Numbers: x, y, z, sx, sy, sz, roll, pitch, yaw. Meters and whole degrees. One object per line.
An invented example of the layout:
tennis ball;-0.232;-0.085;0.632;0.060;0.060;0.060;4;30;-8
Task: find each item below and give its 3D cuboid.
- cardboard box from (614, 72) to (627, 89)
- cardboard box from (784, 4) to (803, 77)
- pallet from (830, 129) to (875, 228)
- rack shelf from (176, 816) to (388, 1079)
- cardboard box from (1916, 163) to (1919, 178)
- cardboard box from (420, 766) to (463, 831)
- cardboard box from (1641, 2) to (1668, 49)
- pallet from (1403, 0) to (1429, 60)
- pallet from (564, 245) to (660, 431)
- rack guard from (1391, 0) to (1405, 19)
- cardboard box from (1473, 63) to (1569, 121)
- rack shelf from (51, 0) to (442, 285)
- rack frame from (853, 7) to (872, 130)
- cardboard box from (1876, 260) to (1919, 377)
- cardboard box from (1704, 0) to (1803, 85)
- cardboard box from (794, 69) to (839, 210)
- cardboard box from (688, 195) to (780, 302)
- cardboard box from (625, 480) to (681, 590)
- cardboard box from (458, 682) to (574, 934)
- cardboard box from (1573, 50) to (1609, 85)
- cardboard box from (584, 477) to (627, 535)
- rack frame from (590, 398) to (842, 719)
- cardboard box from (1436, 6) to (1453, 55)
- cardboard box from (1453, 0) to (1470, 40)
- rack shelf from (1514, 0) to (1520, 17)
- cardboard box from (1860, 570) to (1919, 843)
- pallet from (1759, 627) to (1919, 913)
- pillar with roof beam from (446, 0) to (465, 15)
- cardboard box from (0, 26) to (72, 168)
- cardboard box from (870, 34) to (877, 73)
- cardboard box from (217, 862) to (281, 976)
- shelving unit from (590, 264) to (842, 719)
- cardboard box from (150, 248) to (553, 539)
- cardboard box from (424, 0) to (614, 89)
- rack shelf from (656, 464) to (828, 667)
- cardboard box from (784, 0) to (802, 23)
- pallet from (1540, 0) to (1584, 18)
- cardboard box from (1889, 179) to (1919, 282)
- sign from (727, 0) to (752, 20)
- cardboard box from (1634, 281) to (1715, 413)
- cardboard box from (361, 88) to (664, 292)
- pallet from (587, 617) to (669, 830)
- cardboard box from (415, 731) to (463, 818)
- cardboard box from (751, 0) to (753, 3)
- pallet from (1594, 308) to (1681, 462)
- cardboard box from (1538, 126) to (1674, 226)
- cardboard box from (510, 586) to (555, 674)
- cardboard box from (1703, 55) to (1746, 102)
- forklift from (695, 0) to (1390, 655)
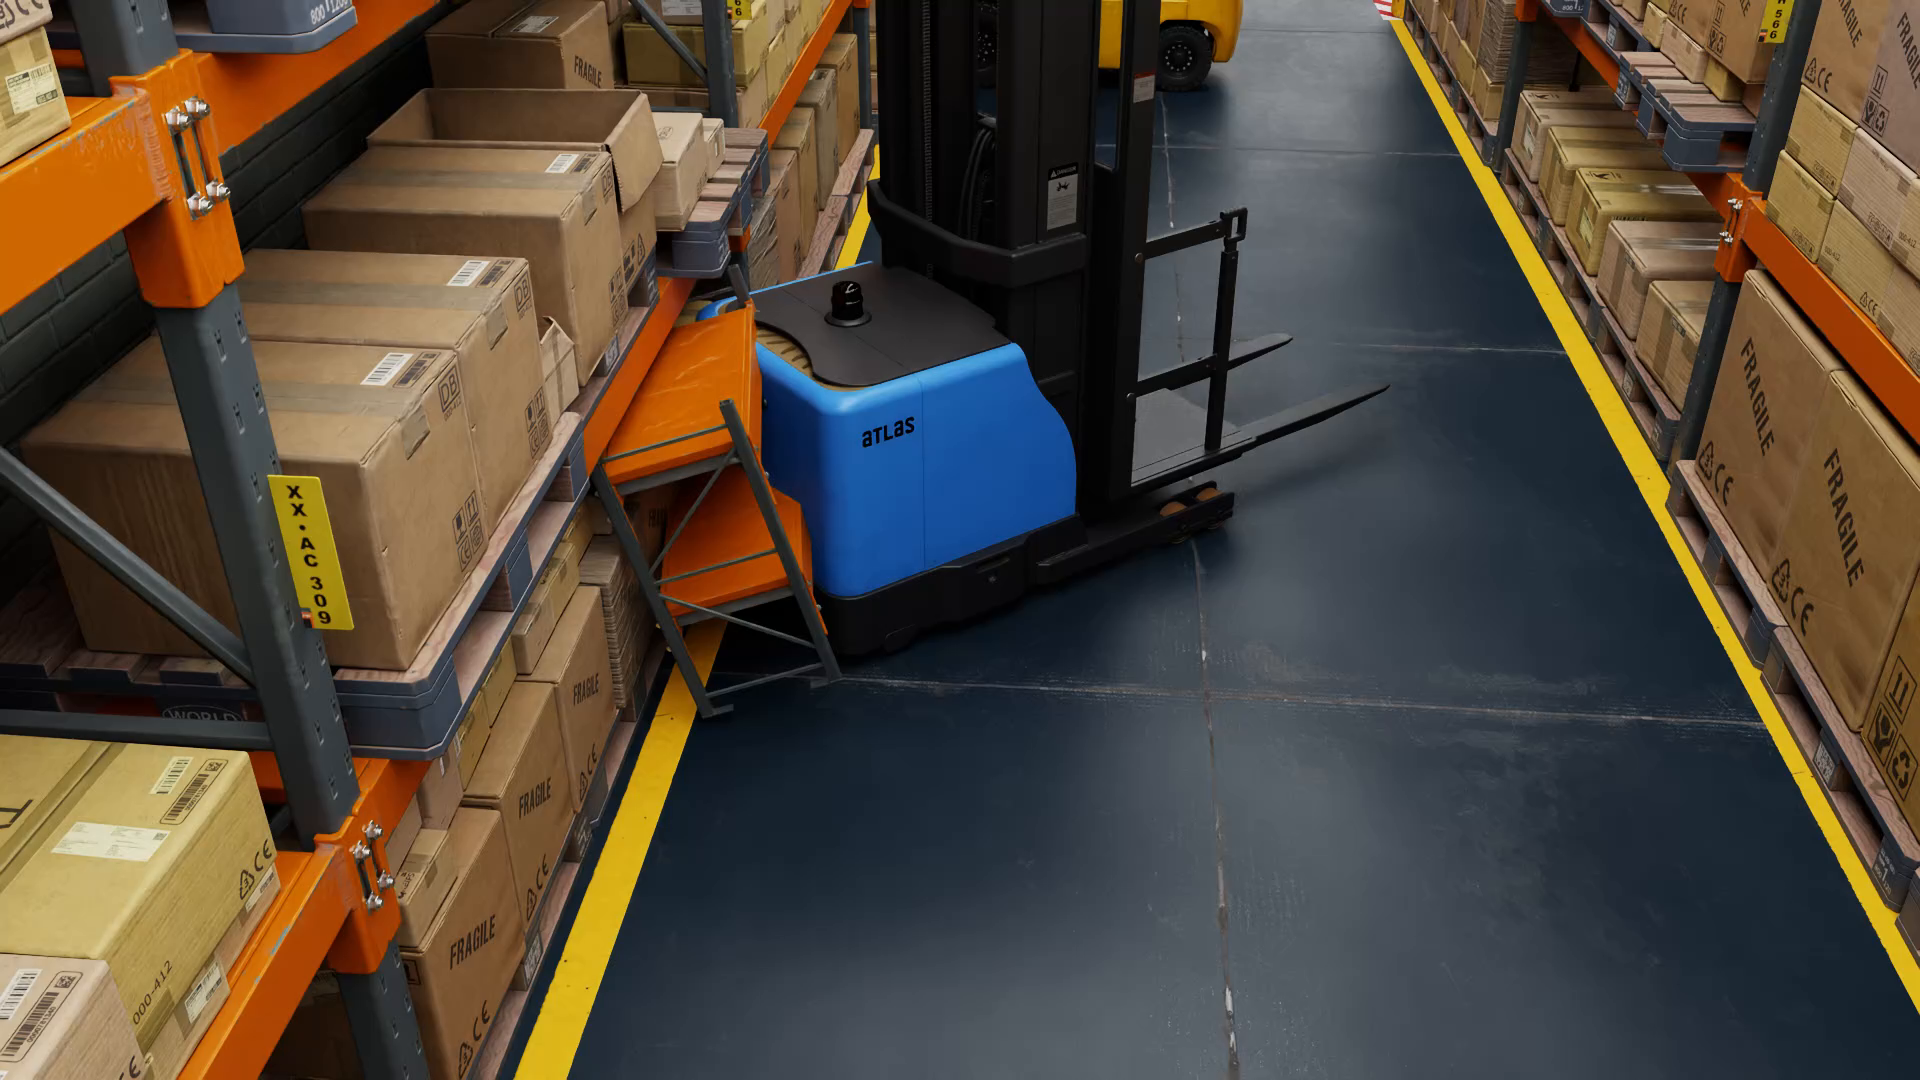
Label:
cardboard box;-1.616;-1.898;7.114;0.500;0.250;0.500;2;32;3
cardboard box;-1.037;-2.406;7.938;0.500;0.250;0.500;1;32;2
pallet;-1.093;-2.233;10.173;1.003;0.211;1.213;2;32;4
rack shelf;-1.886;1.728;1.773;1.077;0.370;4.000;2;32;4
cardboard box;3.178;-1.197;4.785;0.500;0.500;0.500;3;32;5
cardboard box;-1.483;0.661;4.183;0.380;0.149;0.250;2;32;3
cardboard box;3.305;-2.312;7.481;0.380;0.149;0.250;3;32;5
pallet;4.094;-4.039;13.102;1.003;0.211;1.213;2;32;4
pallet;-1.551;-0.617;5.075;1.003;0.211;1.213;2;32;4
rack guard;4.195;-4.585;13.713;1.175;0.500;0.348;2;32;4
cardboard box;3.656;-2.926;10.860;0.500;0.250;0.500;4;32;6
rack shelf;-1.560;-1.641;4.380;1.077;0.370;4.000;2;32;4
rack frame;-1.072;-3.807;10.069;1.000;3.000;0.127;2;32;4
cardboard box;3.187;-0.653;5.094;0.500;0.250;0.500;3;32;6
cardboard box;3.310;-2.103;6.525;0.500;0.500;0.500;2;32;3
cardboard box;-1.174;-2.296;9.480;0.875;0.625;0.625;2;32;3
cardboard box;-1.333;-1.209;7.716;0.875;0.625;0.625;3;32;6
cardboard box;-1.309;-0.065;5.979;0.500;0.500;0.500;4;32;6
cardboard box;-1.426;0.739;4.674;0.500;0.500;0.500;2;32;3
cardboard box;4.193;-3.222;10.625;0.500;0.500;0.500;4;32;6
cardboard box;-1.321;-0.145;5.491;0.380;0.149;0.250;1;32;2
rack frame;-0.788;0.089;5.380;0.500;1.125;0.032;-16;33;4
cardboard box;3.779;-3.735;12.172;0.500;0.250;0.500;5;32;7
cardboard box;3.737;-3.778;11.528;0.500;0.500;0.500;4;32;7
rack shelf;4.039;-4.337;11.614;1.077;0.370;4.000;2;32;4
cardboard box;3.261;0.511;4.686;0.875;0.875;0.875;3;32;5
pallet;3.309;0.727;5.370;1.003;0.211;1.213;2;32;4
pillar with roof beam;2.101;-4.806;5.971;9.100;9.000;0.400;2;32;4
cardboard box;-1.458;-0.594;2.235;0.380;0.149;0.250;2;32;4
cardboard box;-0.725;-3.268;10.938;0.500;0.250;0.500;2;32;4
cardboard box;-1.497;0.660;3.059;0.380;0.149;0.250;3;32;5
shelving unit;-0.836;-0.186;5.805;0.538;1.125;1.048;-16;33;4
cardboard box;-1.418;-0.360;3.979;0.700;0.500;0.500;3;32;5
cardboard box;-1.595;-1.675;6.113;0.500;0.500;0.500;4;32;6
rack shelf;-0.772;0.009;5.938;0.538;0.278;1.000;-16;33;4
cardboard box;-1.015;-2.621;7.810;0.500;0.250;0.500;2;32;3
pallet;3.669;-3.122;9.140;1.003;0.211;1.213;2;32;4
cardboard box;3.167;-0.870;4.969;0.500;0.250;0.500;2;32;4
sign;-0.856;-2.157;6.362;0.100;0.325;0.005;2;32;4
cardboard box;3.606;-0.861;7.392;0.950;0.372;0.625;0;32;1
cardboard box;-1.346;-1.077;5.140;0.797;0.503;0.637;2;32;3
pallet;-1.598;0.496;5.743;1.003;0.211;1.213;2;32;4
cardboard box;-1.455;0.544;4.088;0.380;0.149;0.250;1;32;2
cardboard box;-1.057;-2.328;6.955;0.380;0.149;0.250;3;32;5
pallet;3.615;-0.727;7.729;1.003;0.211;1.213;2;32;4
cardboard box;3.781;-2.007;9.252;0.950;0.372;0.625;4;32;7
cardboard box;-1.407;0.253;4.844;0.380;0.149;0.250;2;32;4
cardboard box;3.292;-1.902;6.817;0.380;0.149;0.250;3;32;5
forklift;0.508;-1.438;6.290;3.031;2.935;1.130;-21;37;-30
